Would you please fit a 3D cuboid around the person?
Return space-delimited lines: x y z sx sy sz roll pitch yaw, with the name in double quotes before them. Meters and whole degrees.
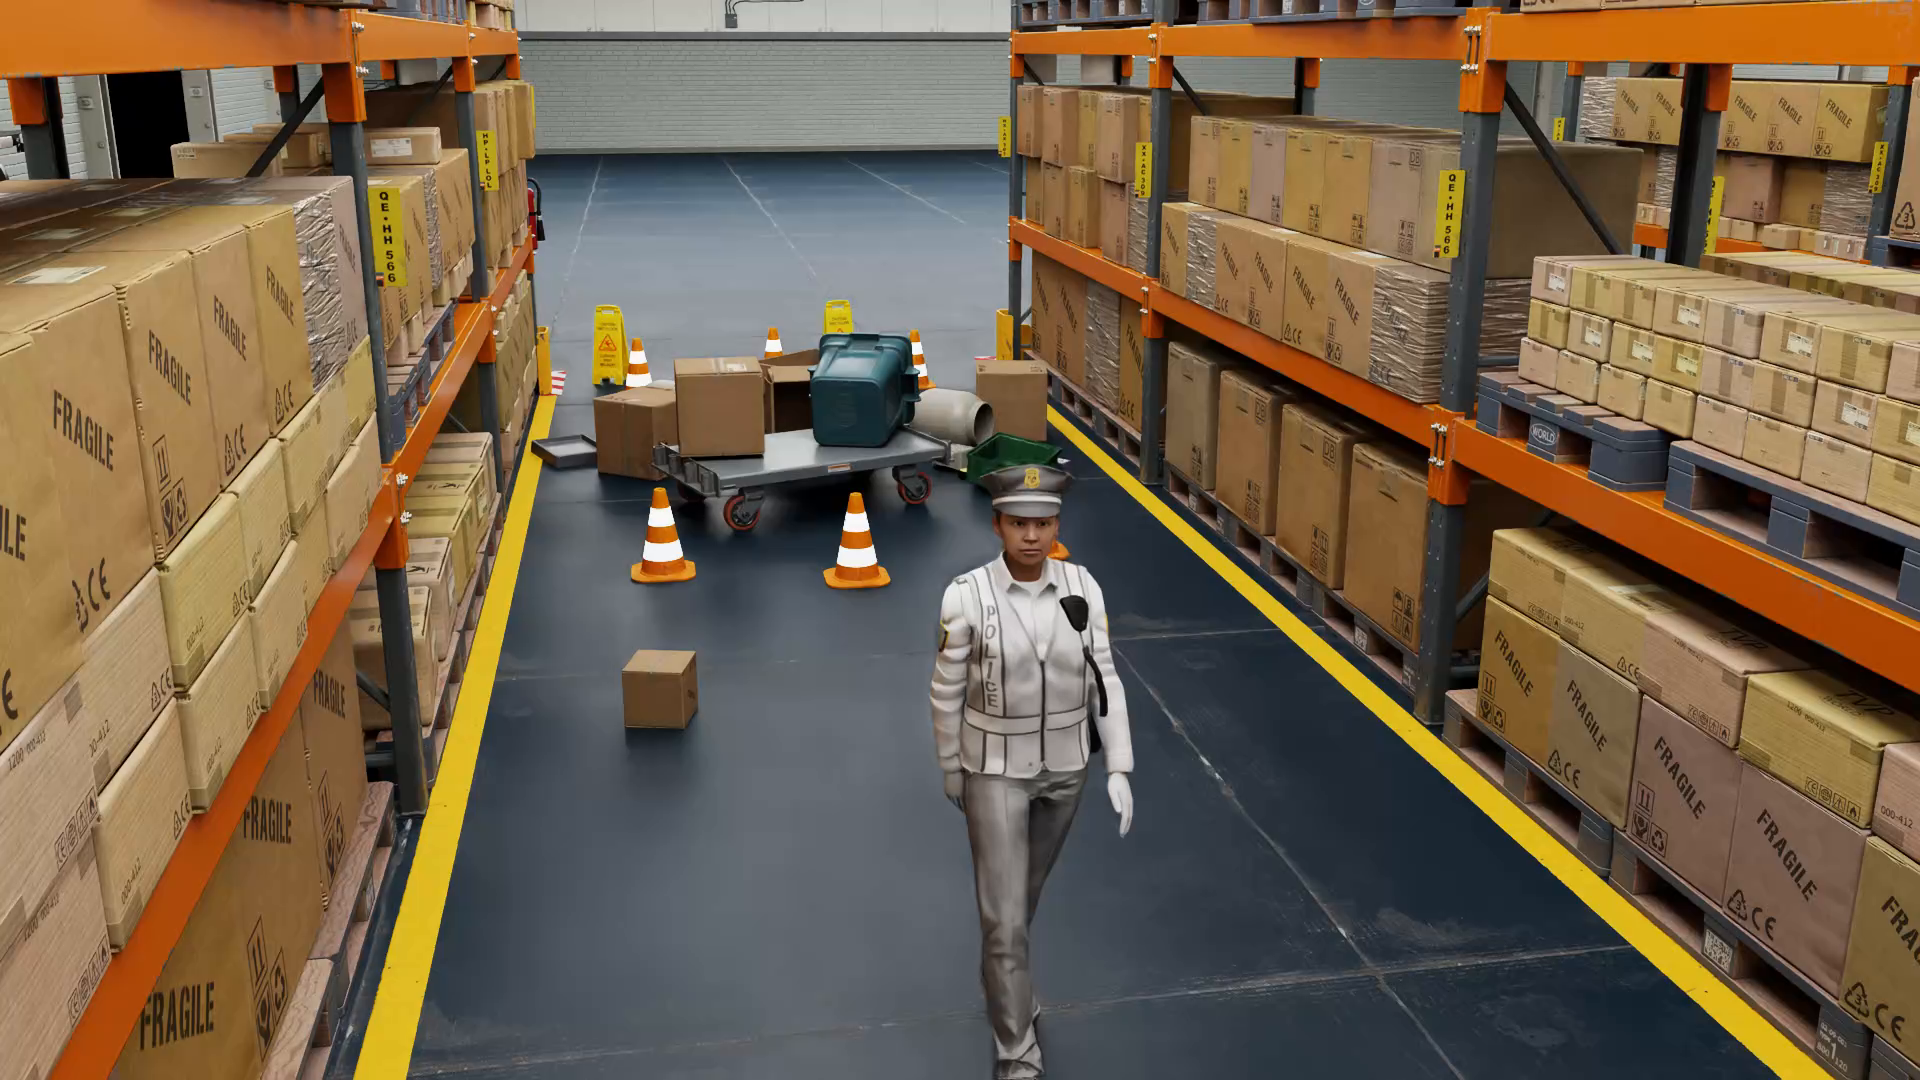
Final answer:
"person" 0.217 0.634 4.331 0.488 1.690 0.822 -6 17 -18
